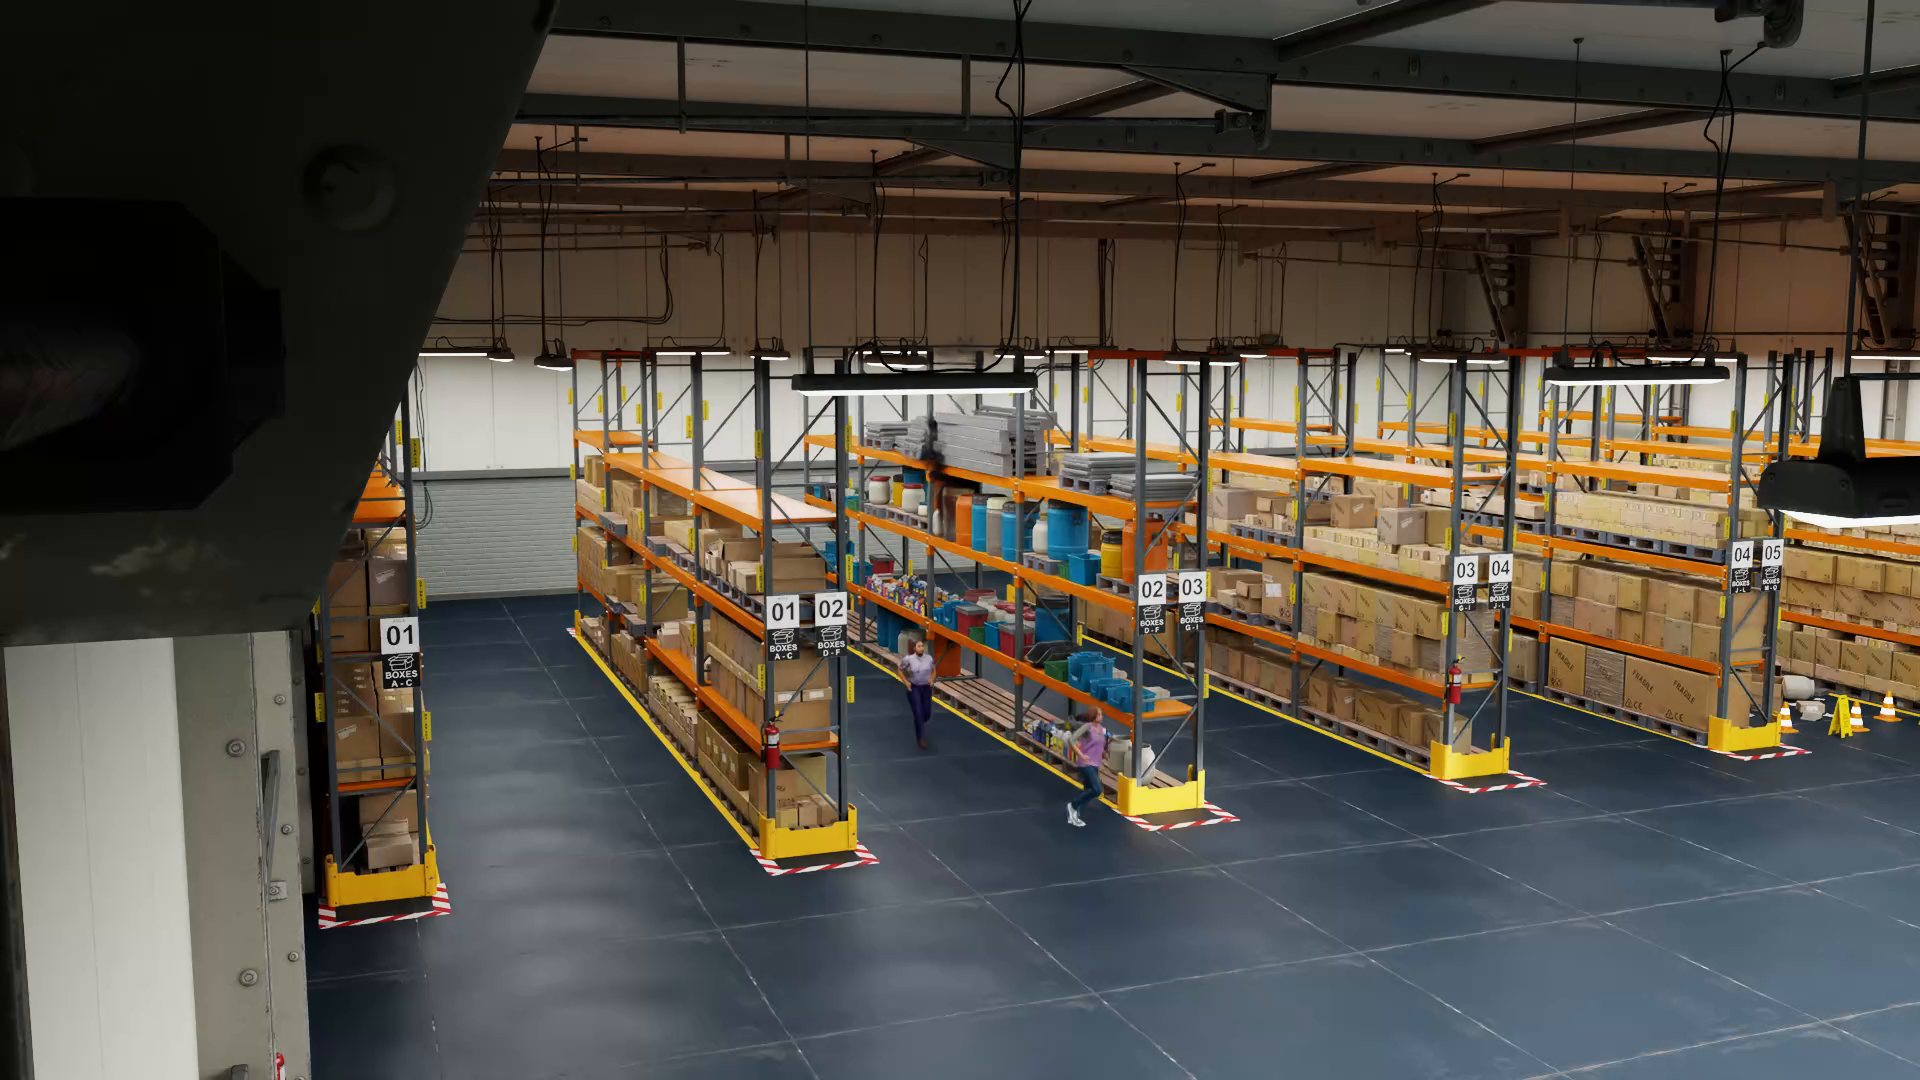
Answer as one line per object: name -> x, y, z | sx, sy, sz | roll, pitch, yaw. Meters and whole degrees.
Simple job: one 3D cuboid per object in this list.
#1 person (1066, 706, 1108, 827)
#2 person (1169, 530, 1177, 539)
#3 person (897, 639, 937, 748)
person -> 1.677, 2.903, 21.416 | 0.532, 1.550, 0.529 | 5, 9, 33
person -> 5.152, 0.503, 40.576 | 0.615, 1.666, 0.572 | 4, 8, 30
person -> -0.648, 2.341, 25.699 | 0.613, 1.640, 0.705 | -3, 8, -22
